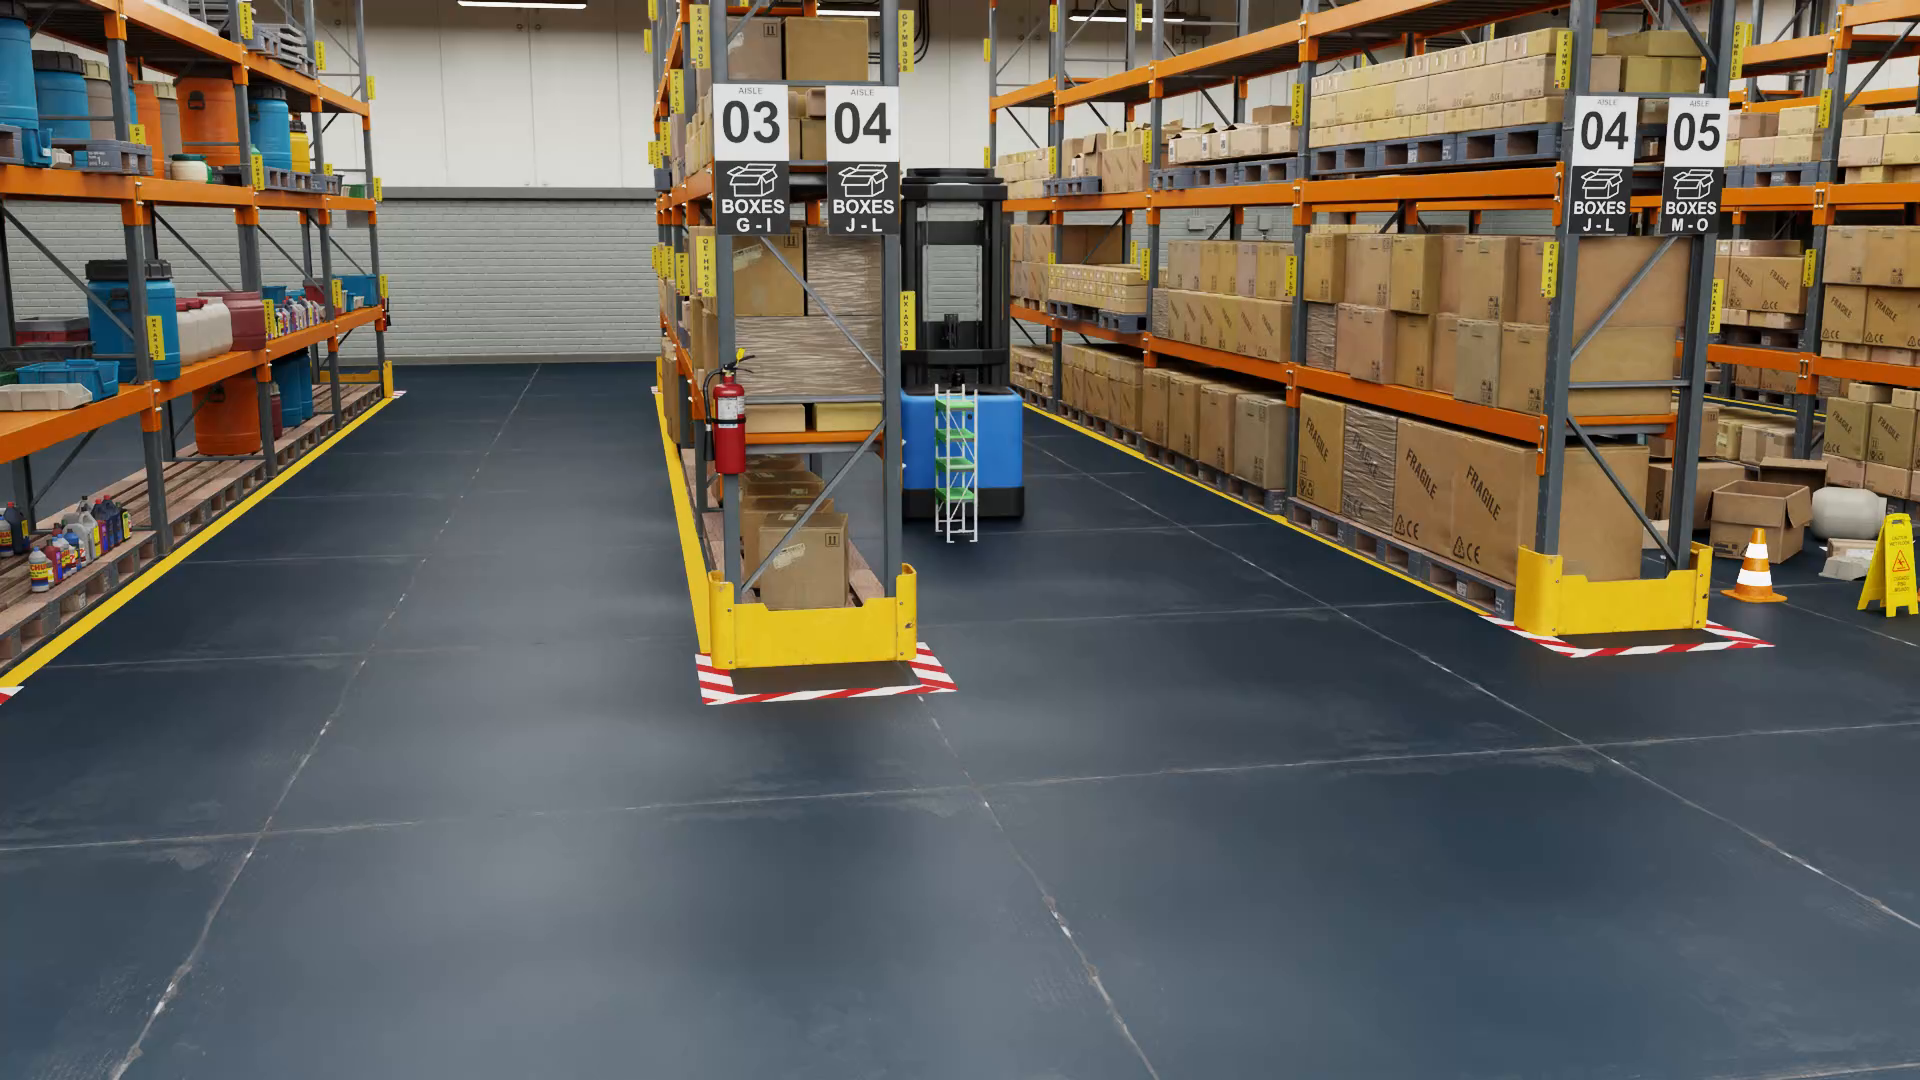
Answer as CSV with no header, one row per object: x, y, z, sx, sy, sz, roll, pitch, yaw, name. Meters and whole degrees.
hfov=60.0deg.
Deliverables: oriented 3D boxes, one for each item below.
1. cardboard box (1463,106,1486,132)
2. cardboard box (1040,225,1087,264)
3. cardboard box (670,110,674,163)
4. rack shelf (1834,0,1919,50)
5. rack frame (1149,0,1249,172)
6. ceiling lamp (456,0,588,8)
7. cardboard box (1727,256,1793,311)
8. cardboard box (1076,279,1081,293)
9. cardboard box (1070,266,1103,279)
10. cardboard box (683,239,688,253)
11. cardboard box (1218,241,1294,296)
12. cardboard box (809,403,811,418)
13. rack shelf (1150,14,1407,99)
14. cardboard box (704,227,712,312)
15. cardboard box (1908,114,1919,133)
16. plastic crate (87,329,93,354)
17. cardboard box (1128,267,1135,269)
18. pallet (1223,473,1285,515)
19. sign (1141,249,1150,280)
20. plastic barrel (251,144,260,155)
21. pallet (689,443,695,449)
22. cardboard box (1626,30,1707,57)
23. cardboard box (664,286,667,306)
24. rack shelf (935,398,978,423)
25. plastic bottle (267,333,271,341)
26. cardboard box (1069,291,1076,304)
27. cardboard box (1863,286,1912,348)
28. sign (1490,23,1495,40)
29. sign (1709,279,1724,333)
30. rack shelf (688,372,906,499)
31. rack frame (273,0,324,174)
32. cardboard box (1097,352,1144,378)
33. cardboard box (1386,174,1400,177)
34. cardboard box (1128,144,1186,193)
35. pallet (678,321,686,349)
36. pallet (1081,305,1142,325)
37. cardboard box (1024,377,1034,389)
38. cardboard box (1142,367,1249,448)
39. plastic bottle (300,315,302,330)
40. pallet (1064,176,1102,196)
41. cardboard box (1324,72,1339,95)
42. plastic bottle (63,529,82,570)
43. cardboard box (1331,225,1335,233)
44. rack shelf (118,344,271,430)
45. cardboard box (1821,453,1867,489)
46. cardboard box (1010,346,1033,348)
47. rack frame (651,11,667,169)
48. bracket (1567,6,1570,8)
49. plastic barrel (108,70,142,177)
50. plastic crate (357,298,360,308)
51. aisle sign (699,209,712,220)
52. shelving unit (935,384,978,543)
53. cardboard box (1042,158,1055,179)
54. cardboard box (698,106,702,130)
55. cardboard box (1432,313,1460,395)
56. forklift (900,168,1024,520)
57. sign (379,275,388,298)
3.508,-2.737,10.813,0.380,0.149,0.250,-2,11,-10,cardboard box
1.362,-3.907,21.962,0.500,0.500,0.500,-3,11,-13,cardboard box
-2.549,-3.921,16.148,0.500,0.500,0.500,-2,11,-10,cardboard box
8.499,-4.100,12.605,1.077,0.370,4.000,-2,11,-11,rack shelf
2.497,-5.357,17.276,1.000,3.000,0.127,-2,11,-11,rack frame
-6.854,-9.934,25.710,2.000,3.185,0.800,-2,11,-11,ceiling lamp
7.698,-2.444,15.828,0.500,0.500,0.500,-2,11,-11,cardboard box
1.604,-3.043,19.917,0.380,0.149,0.250,-2,11,-12,cardboard box
1.548,-3.239,20.150,0.380,0.149,0.250,-2,11,-11,cardboard box
-2.639,-3.045,18.220,0.797,0.503,0.637,-2,11,-10,cardboard box
2.875,-2.587,15.827,0.700,0.500,0.500,-2,11,-12,cardboard box
-0.718,-0.812,10.110,0.380,0.149,0.250,-2,11,-11,cardboard box
2.885,-4.441,15.454,1.077,0.370,4.000,-2,11,-11,rack shelf
-1.285,-1.651,10.111,0.500,0.500,0.500,-2,11,-11,cardboard box
7.998,-3.403,13.569,0.380,0.149,0.250,-2,11,-11,cardboard box
-6.988,-1.518,13.191,0.392,0.384,0.575,-2,11,-11,plastic crate
2.241,-3.213,20.015,0.380,0.149,0.250,-3,11,-14,cardboard box
3.050,-0.446,14.973,1.003,0.211,1.213,-2,11,-11,pallet
1.966,-2.919,17.624,0.100,0.325,0.005,-2,11,-11,sign
-7.227,-3.875,16.800,0.294,0.245,0.294,0,11,0,plastic barrel
-2.468,-1.026,18.022,1.003,0.211,1.213,-2,11,-11,pallet
4.300,-3.013,10.131,0.380,0.149,0.250,-2,11,-10,cardboard box
-3.510,-3.126,21.203,0.500,0.250,0.500,-2,11,-12,cardboard box
-0.032,-1.029,13.166,0.258,0.148,0.480,-2,11,-11,rack shelf
-7.033,-2.164,16.856,0.061,0.283,0.133,-2,11,-11,plastic bottle
1.546,-2.948,20.214,0.380,0.149,0.250,-3,11,-14,cardboard box
8.043,-1.888,14.032,0.500,0.500,0.500,-2,11,-11,cardboard box
7.084,-6.809,22.194,0.100,0.325,0.005,-2,11,-11,sign
4.598,-1.426,10.140,0.100,0.325,0.005,-2,11,-11,sign
-1.221,-0.795,11.273,1.077,0.370,4.000,-2,11,-11,rack shelf
-8.025,-5.749,19.334,1.000,3.000,0.127,-2,11,-11,rack frame
1.914,-2.059,19.548,0.500,0.250,0.500,-2,11,-10,cardboard box
6.116,-5.111,22.973,0.396,0.266,0.258,-2,11,-9,cardboard box
2.136,-4.028,18.049,0.500,0.500,0.500,-2,11,-11,cardboard box
-2.145,-2.027,16.339,1.213,0.211,1.003,-2,11,-11,pallet
2.071,-2.678,19.755,1.003,0.211,1.213,-2,11,-11,pallet
1.107,-2.199,23.229,0.380,0.149,0.250,-2,11,-11,cardboard box
2.527,-1.396,17.404,1.050,0.750,0.750,-2,11,-12,cardboard box
-7.386,-2.439,18.522,0.097,0.201,0.097,0,11,0,plastic bottle
1.939,-4.218,19.815,1.213,0.211,1.003,-2,11,-11,pallet
3.063,-3.548,12.941,0.380,0.149,0.250,-2,11,-11,cardboard box
-5.863,0.061,10.974,0.097,0.271,0.097,0,11,0,plastic bottle
5.804,-4.669,25.026,0.380,0.149,0.250,-2,11,-10,cardboard box
-6.858,-1.348,14.181,1.077,0.370,4.000,-2,11,-11,rack shelf
7.960,-0.613,14.624,0.500,0.250,0.500,-3,11,-14,cardboard box
0.881,-2.821,24.905,0.380,0.149,0.250,-2,11,-10,cardboard box
-3.944,-6.663,24.135,1.000,3.000,0.127,-2,11,-11,rack frame
10.737,-9.411,28.946,0.235,0.232,0.430,-2,11,-11,bracket
-7.035,-3.380,13.568,0.600,0.901,0.708,-2,11,-11,plastic barrel
-8.424,-3.239,22.735,0.396,0.136,0.243,-2,11,-11,plastic crate
-3.664,-5.017,24.579,0.394,0.787,0.004,-2,11,-11,aisle sign
-0.032,-0.620,13.244,0.258,1.200,0.503,-2,11,-11,shelving unit
1.379,-4.865,21.775,0.500,0.250,0.500,-3,11,-14,cardboard box
-1.438,-2.655,10.438,0.380,0.149,0.250,-3,11,-14,cardboard box
3.822,-1.290,11.553,0.875,0.550,0.550,-2,11,-11,cardboard box
-0.122,-1.841,15.033,1.130,2.935,3.031,-1,11,-6,forklift
-8.266,-3.639,23.855,0.100,0.325,0.005,-2,11,-11,sign
